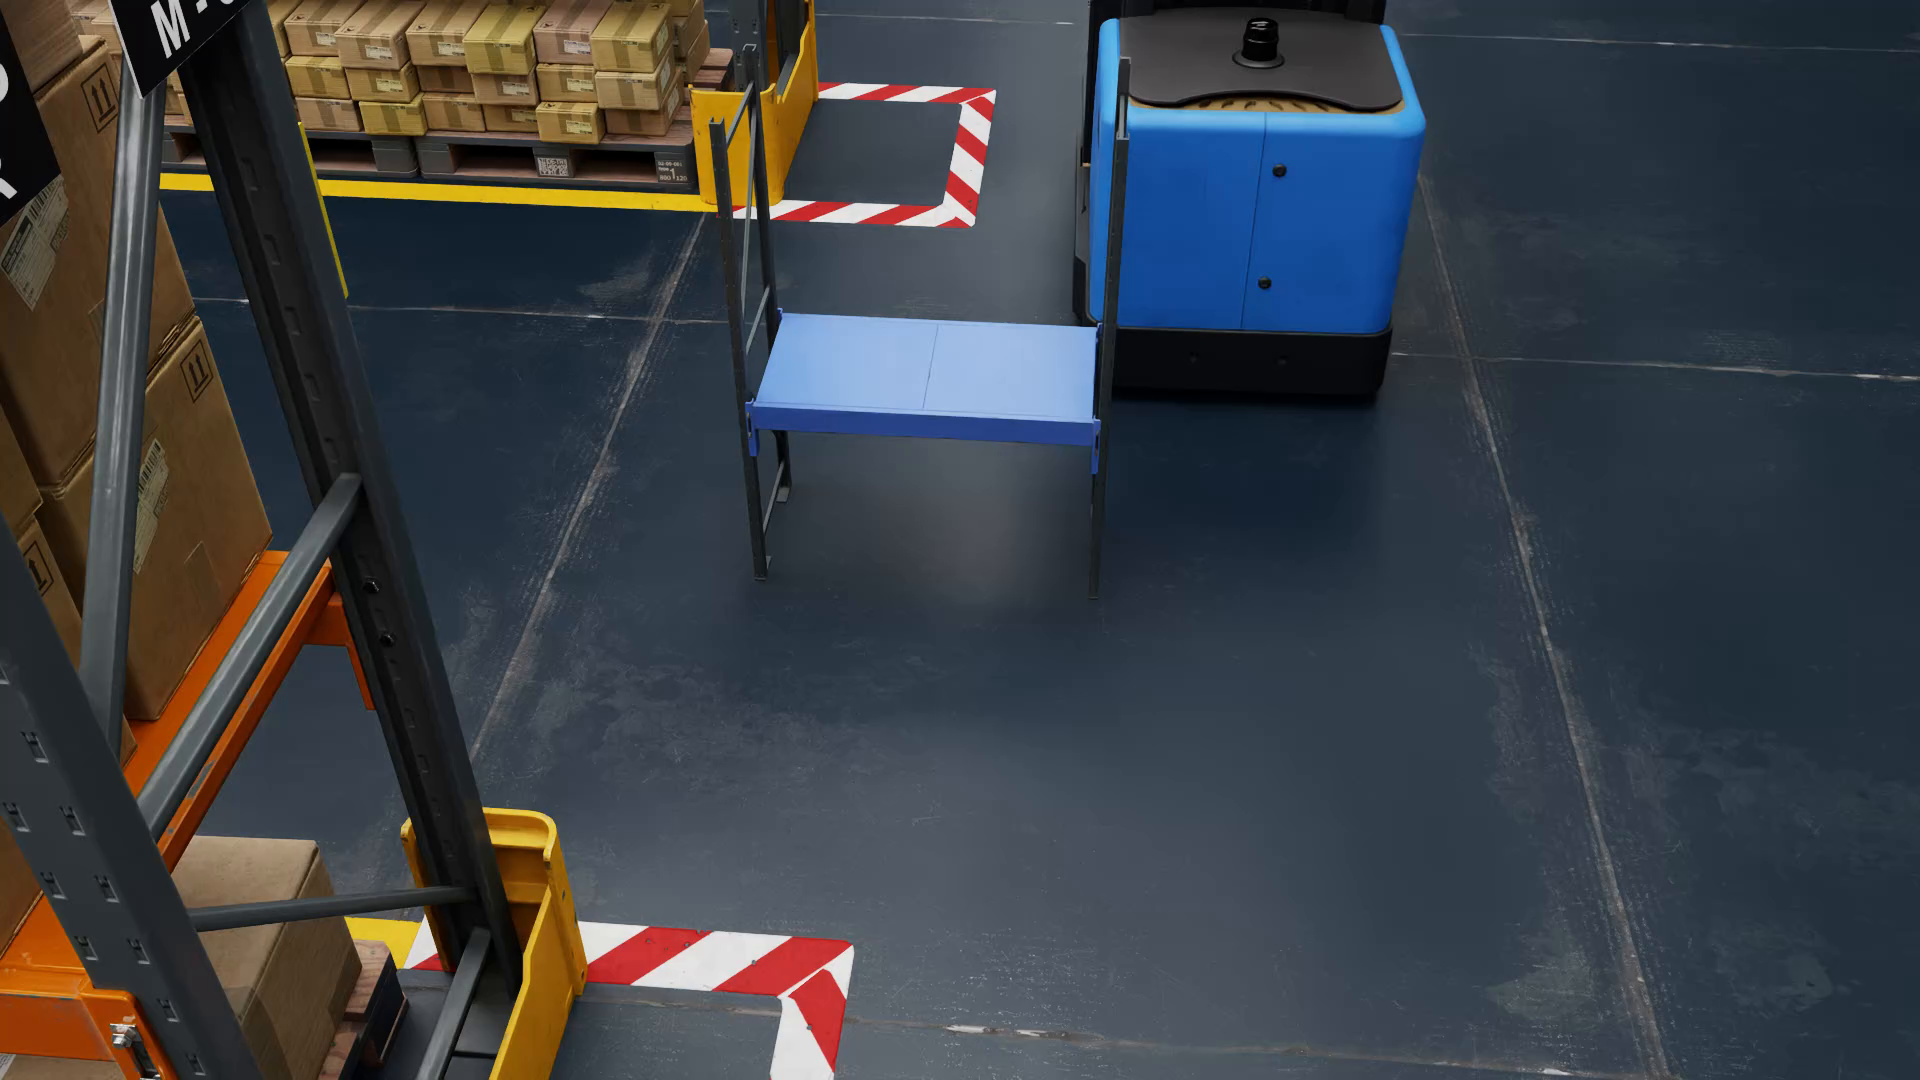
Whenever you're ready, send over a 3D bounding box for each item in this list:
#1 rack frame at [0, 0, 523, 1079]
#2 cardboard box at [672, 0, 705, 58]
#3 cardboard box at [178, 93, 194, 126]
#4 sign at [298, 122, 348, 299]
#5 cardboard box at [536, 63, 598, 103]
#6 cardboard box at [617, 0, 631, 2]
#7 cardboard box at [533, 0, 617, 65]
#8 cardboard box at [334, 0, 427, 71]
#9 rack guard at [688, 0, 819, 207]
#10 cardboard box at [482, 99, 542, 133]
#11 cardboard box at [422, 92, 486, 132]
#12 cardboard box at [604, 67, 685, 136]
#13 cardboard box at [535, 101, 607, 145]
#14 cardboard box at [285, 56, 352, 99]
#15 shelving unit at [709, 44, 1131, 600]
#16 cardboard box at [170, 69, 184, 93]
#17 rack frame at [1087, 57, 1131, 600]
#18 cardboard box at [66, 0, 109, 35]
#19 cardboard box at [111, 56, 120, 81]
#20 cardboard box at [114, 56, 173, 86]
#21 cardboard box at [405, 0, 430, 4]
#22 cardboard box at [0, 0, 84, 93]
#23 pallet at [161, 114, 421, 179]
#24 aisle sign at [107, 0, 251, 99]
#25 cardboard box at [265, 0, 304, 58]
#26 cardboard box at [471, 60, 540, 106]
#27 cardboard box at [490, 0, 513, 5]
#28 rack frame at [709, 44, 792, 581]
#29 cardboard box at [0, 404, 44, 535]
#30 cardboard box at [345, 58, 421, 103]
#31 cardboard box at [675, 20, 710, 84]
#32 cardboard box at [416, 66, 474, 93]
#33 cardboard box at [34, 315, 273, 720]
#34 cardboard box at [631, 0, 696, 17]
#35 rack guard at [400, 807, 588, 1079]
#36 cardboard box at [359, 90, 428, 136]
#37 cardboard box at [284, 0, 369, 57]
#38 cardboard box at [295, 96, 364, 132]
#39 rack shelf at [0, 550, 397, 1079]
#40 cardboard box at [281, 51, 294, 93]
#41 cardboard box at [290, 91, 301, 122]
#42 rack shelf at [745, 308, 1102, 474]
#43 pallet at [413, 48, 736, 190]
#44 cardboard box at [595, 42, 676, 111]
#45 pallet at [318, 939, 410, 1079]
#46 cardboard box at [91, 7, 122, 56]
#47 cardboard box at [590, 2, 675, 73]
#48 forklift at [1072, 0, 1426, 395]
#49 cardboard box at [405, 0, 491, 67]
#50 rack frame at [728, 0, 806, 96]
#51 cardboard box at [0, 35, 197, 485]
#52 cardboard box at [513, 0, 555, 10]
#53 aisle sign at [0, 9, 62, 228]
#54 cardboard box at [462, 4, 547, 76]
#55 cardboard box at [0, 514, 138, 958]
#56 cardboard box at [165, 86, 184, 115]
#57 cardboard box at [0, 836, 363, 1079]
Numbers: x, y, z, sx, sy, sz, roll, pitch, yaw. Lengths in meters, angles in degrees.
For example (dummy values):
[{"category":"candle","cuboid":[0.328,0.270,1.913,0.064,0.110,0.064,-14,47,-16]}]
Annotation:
[{"category":"rack frame","cuboid":[-1.130,0.192,2.638,0.127,3.000,1.000,3,39,4]},{"category":"cardboard box","cuboid":[-1.304,-2.289,7.377,0.250,0.149,0.380,5,39,6]},{"category":"cardboard box","cuboid":[-3.158,-1.935,7.177,0.250,0.149,0.380,2,39,3]},{"category":"sign","cuboid":[-1.076,-0.523,2.768,0.005,0.325,0.100,3,39,4]},{"category":"cardboard box","cuboid":[-1.610,-1.997,7.017,0.250,0.149,0.380,2,39,3]},{"category":"cardboard box","cuboid":[-1.582,-2.396,7.272,0.250,0.149,0.380,4,39,5]},{"category":"cardboard box","cuboid":[-1.598,-2.134,6.950,0.250,0.149,0.380,4,39,5]},{"category":"cardboard box","cuboid":[-2.392,-2.102,6.911,0.250,0.149,0.380,5,39,6]},{"category":"rack guard","cuboid":[-0.880,-1.962,7.264,0.348,0.500,1.175,3,39,4]},{"category":"cardboard box","cuboid":[-1.867,-1.900,7.134,0.250,0.149,0.380,3,39,4]},{"category":"cardboard box","cuboid":[-2.114,-1.906,7.141,0.250,0.149,0.380,4,39,4]},{"category":"cardboard box","cuboid":[-1.346,-1.882,7.111,0.250,0.149,0.380,4,39,5]},{"category":"cardboard box","cuboid":[-1.611,-1.832,7.050,0.250,0.149,0.380,4,39,5]},{"category":"cardboard box","cuboid":[-2.643,-2.022,7.048,0.250,0.149,0.380,5,39,6]},{"category":"shelving unit","cuboid":[-0.085,-0.586,4.782,1.048,1.500,0.538,3,39,4]},{"category":"cardboard box","cuboid":[-3.163,-2.049,7.081,0.250,0.149,0.380,3,39,3]},{"category":"rack frame","cuboid":[0.421,-0.559,4.748,0.032,1.500,0.500,3,39,4]},{"category":"cardboard box","cuboid":[-3.676,-2.249,7.091,0.250,0.149,0.380,2,39,3]},{"category":"cardboard box","cuboid":[-3.681,-2.132,7.183,0.250,0.149,0.380,1,39,2]},{"category":"cardboard box","cuboid":[-3.409,-2.102,7.146,0.250,0.149,0.380,5,39,6]},{"category":"cardboard box","cuboid":[-2.351,-2.473,7.367,0.250,0.149,0.380,5,39,6]},{"category":"cardboard box","cuboid":[-1.460,-0.680,2.324,0.250,0.149,0.380,4,39,5]},{"category":"pallet","cuboid":[-2.898,-1.984,7.520,1.213,0.211,1.003,3,39,4]},{"category":"aisle sign","cuboid":[-1.034,-0.995,2.037,0.004,0.787,0.394,3,39,4]},{"category":"cardboard box","cuboid":[-2.909,-2.182,7.010,0.250,0.149,0.380,3,39,4]},{"category":"cardboard box","cuboid":[-1.872,-1.976,6.991,0.250,0.149,0.380,2,39,2]},{"category":"cardboard box","cuboid":[-2.076,-2.452,7.341,0.250,0.149,0.380,1,39,2]},{"category":"rack frame","cuboid":[-0.591,-0.614,4.816,0.032,1.500,0.500,3,39,4]},{"category":"cardboard box","cuboid":[-1.631,-0.111,2.139,0.500,0.500,0.500,4,39,5]},{"category":"cardboard box","cuboid":[-2.389,-1.996,7.016,0.250,0.149,0.380,4,39,5]},{"category":"cardboard box","cuboid":[-1.298,-2.214,7.520,0.250,0.149,0.380,4,39,5]},{"category":"cardboard box","cuboid":[-2.131,-2.055,7.089,0.250,0.149,0.380,3,39,3]},{"category":"cardboard box","cuboid":[-1.584,-0.054,2.861,0.500,0.500,0.500,3,39,3]},{"category":"cardboard box","cuboid":[-1.297,-2.457,7.347,0.250,0.149,0.380,1,39,2]},{"category":"rack guard","cuboid":[-1.106,1.163,3.426,0.348,0.500,1.175,3,39,4]},{"category":"cardboard box","cuboid":[-2.374,-1.880,7.109,0.250,0.149,0.380,1,39,2]},{"category":"cardboard box","cuboid":[-2.645,-2.186,7.014,0.250,0.149,0.380,2,39,2]},{"category":"cardboard box","cuboid":[-2.644,-1.908,7.143,0.250,0.149,0.380,4,39,5]},{"category":"rack shelf","cuboid":[-3.123,0.362,2.999,4.000,0.370,1.077,3,39,4]},{"category":"cardboard box","cuboid":[-2.920,-2.019,7.045,0.250,0.149,0.380,4,39,4]},{"category":"cardboard box","cuboid":[-2.890,-1.969,7.218,0.250,0.149,0.380,4,39,5]},{"category":"rack shelf","cuboid":[-0.085,-0.447,4.896,1.000,0.185,0.538,3,39,4]},{"category":"pallet","cuboid":[-1.686,-1.916,7.437,1.213,0.211,1.003,3,39,4]},{"category":"cardboard box","cuboid":[-1.354,-1.949,6.958,0.250,0.149,0.380,2,39,3]},{"category":"pallet","cuboid":[-1.934,1.279,3.512,1.213,0.211,1.003,3,39,4]},{"category":"cardboard box","cuboid":[-3.430,-2.183,7.011,0.250,0.149,0.380,4,39,5]},{"category":"cardboard box","cuboid":[-1.353,-2.084,6.889,0.250,0.149,0.380,4,39,4]},{"category":"forklift","cuboid":[1.042,-2.551,6.062,1.130,2.935,3.031,2,39,3]},{"category":"cardboard box","cuboid":[-2.120,-2.122,6.936,0.250,0.149,0.380,2,39,2]},{"category":"rack frame","cuboid":[-0.804,-2.927,6.470,0.127,3.000,1.000,3,39,4]},{"category":"cardboard box","cuboid":[-1.584,-0.440,2.543,0.500,0.500,0.500,2,39,3]},{"category":"cardboard box","cuboid":[-1.821,-2.491,7.388,0.250,0.149,0.380,3,39,4]},{"category":"aisle sign","cuboid":[-1.085,-0.618,1.573,0.004,0.787,0.394,3,39,4]},{"category":"cardboard box","cuboid":[-1.867,-2.068,6.869,0.250,0.149,0.380,2,39,3]},{"category":"cardboard box","cuboid":[-1.634,0.293,2.434,0.500,0.500,0.500,3,39,4]},{"category":"cardboard box","cuboid":[-3.408,-2.010,7.269,0.250,0.149,0.380,2,39,2]},{"category":"cardboard box","cuboid":[-1.796,1.050,3.281,0.875,0.438,0.875,2,39,2]}]
